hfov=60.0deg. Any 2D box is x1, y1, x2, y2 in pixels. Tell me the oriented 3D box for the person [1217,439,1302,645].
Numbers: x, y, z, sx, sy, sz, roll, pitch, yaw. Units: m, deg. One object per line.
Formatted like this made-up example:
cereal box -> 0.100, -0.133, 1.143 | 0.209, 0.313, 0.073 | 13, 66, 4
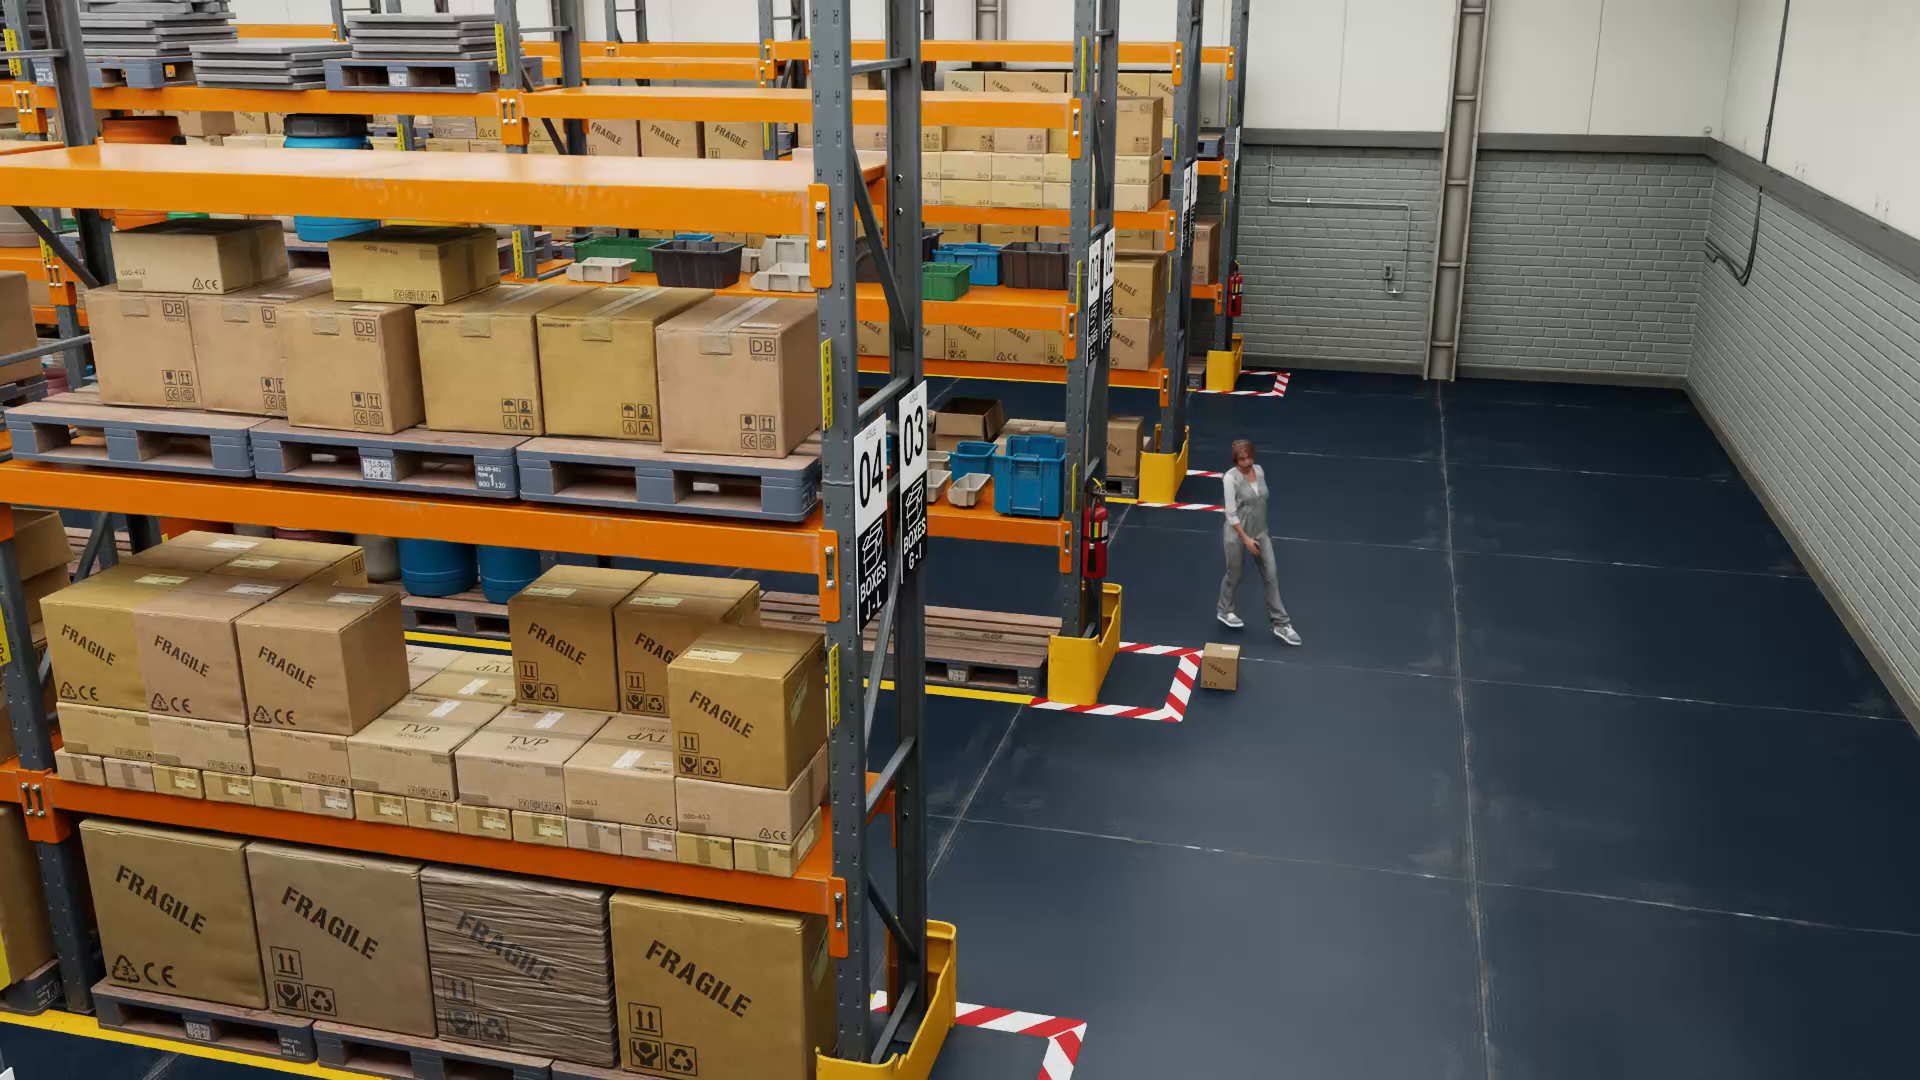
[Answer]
person -> 2.235, -0.006, 12.660 | 0.481, 1.557, 0.793 | -9, 21, -26
